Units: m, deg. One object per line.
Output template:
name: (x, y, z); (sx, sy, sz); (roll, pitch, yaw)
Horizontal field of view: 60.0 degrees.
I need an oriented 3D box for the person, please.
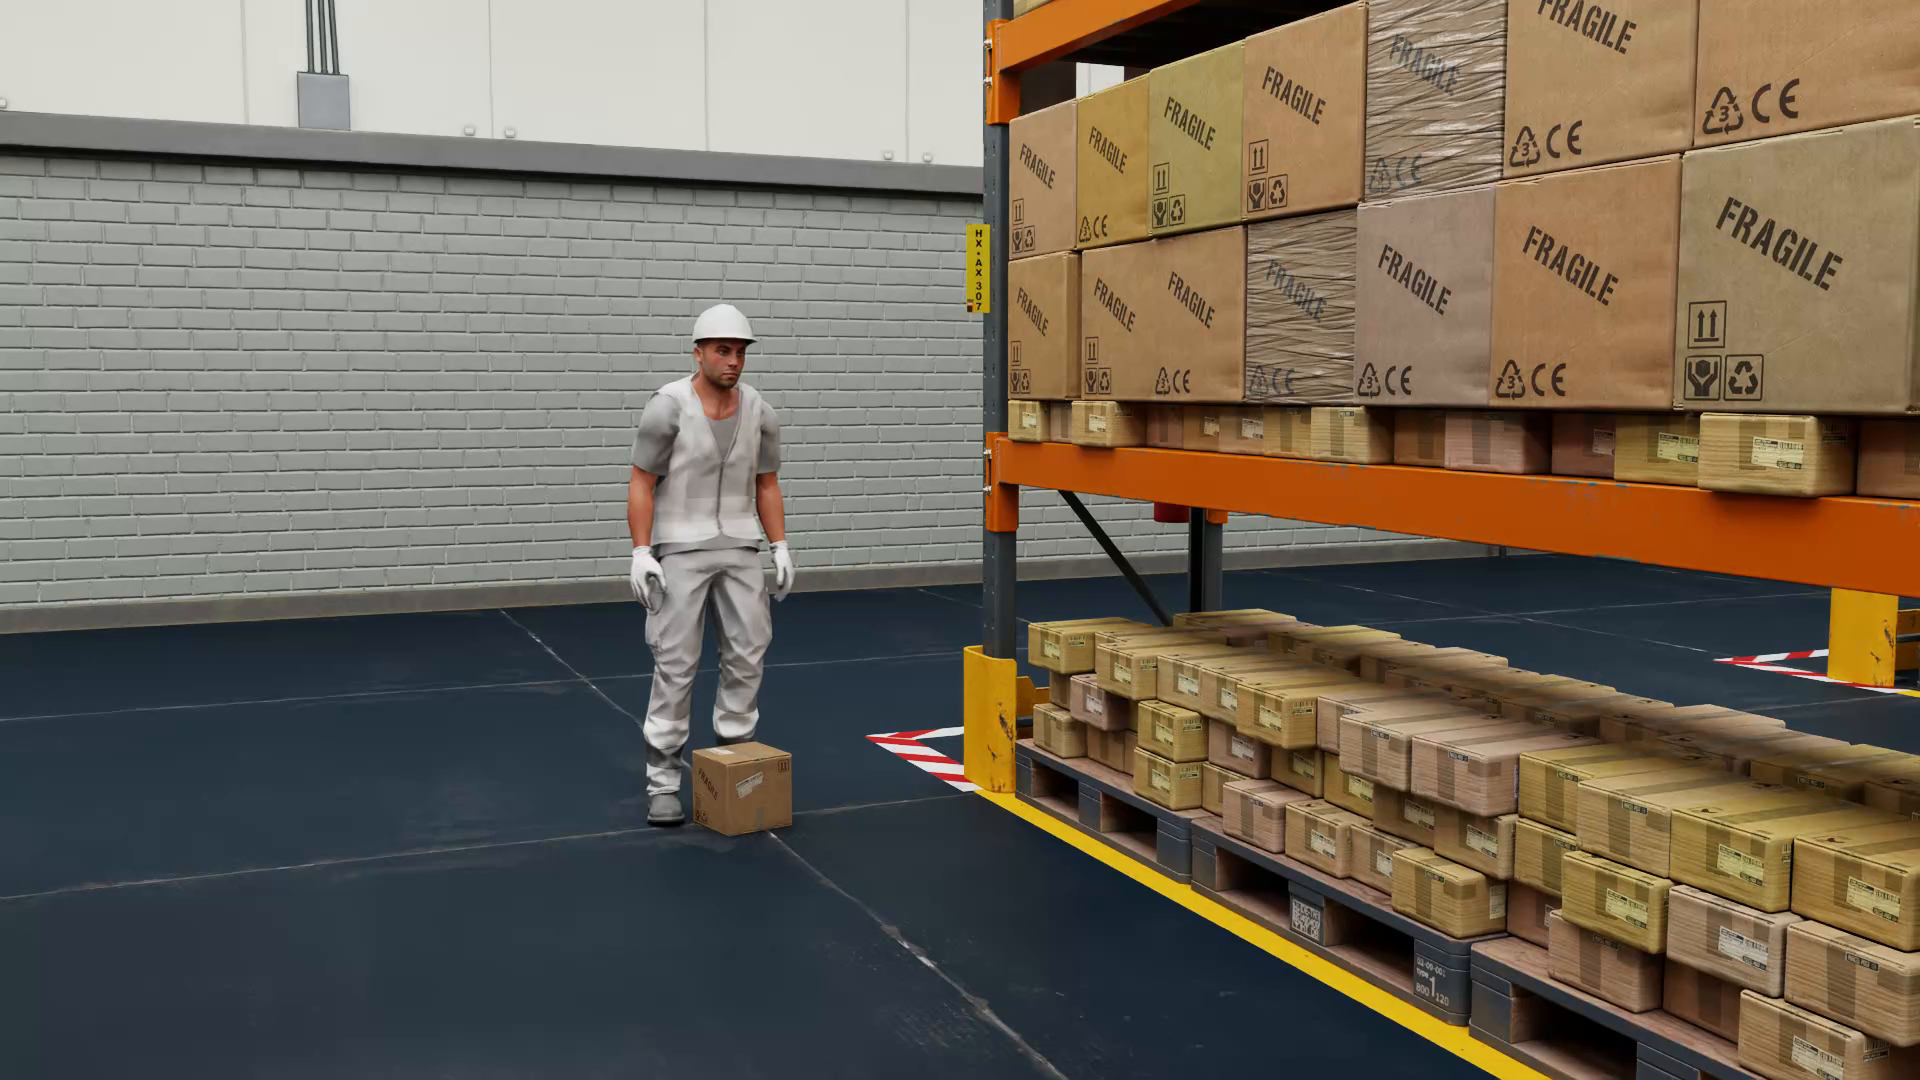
person: (-0.870, 0.074, 5.823); (0.618, 1.778, 0.456); (-3, 6, -31)
